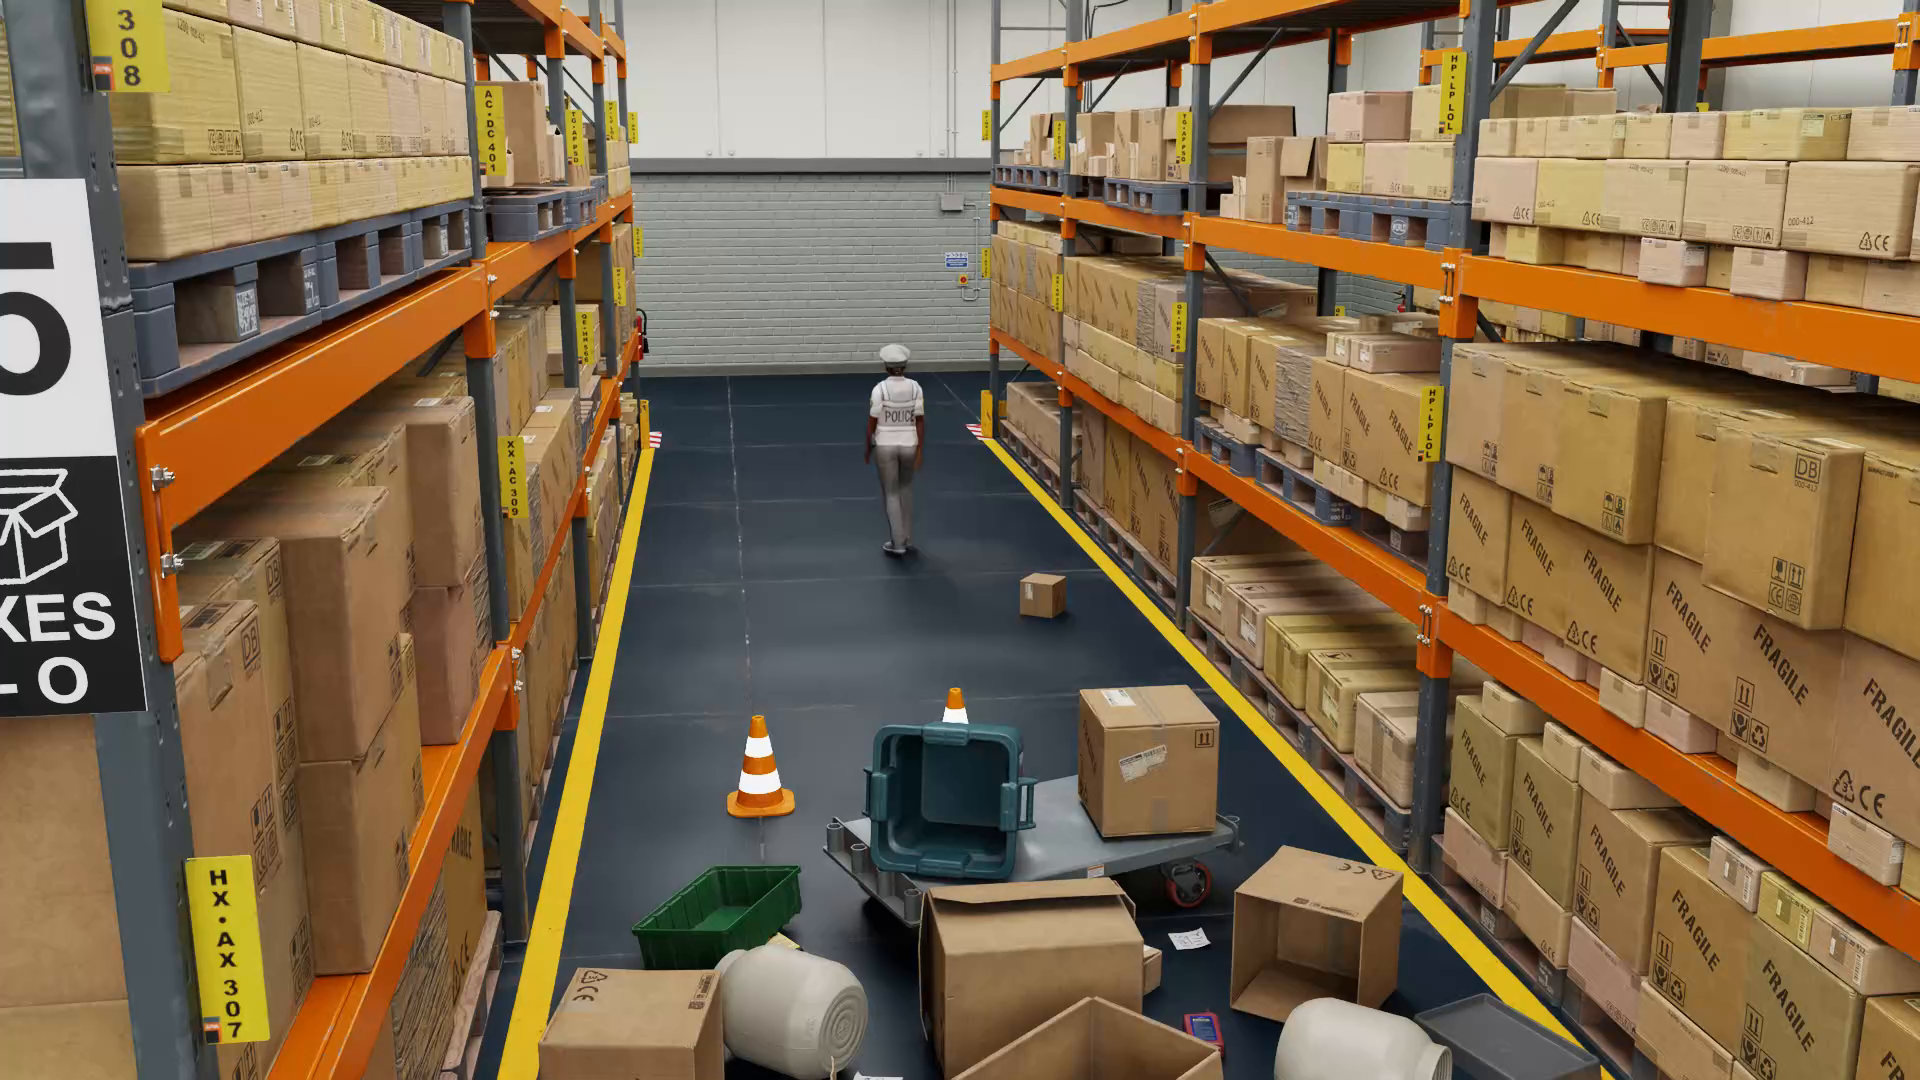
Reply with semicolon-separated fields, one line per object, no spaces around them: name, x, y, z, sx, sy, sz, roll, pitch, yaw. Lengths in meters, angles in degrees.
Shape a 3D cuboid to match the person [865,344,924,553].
person;-0.540;-0.711;13.513;0.442;1.762;0.538;-6;14;-23
